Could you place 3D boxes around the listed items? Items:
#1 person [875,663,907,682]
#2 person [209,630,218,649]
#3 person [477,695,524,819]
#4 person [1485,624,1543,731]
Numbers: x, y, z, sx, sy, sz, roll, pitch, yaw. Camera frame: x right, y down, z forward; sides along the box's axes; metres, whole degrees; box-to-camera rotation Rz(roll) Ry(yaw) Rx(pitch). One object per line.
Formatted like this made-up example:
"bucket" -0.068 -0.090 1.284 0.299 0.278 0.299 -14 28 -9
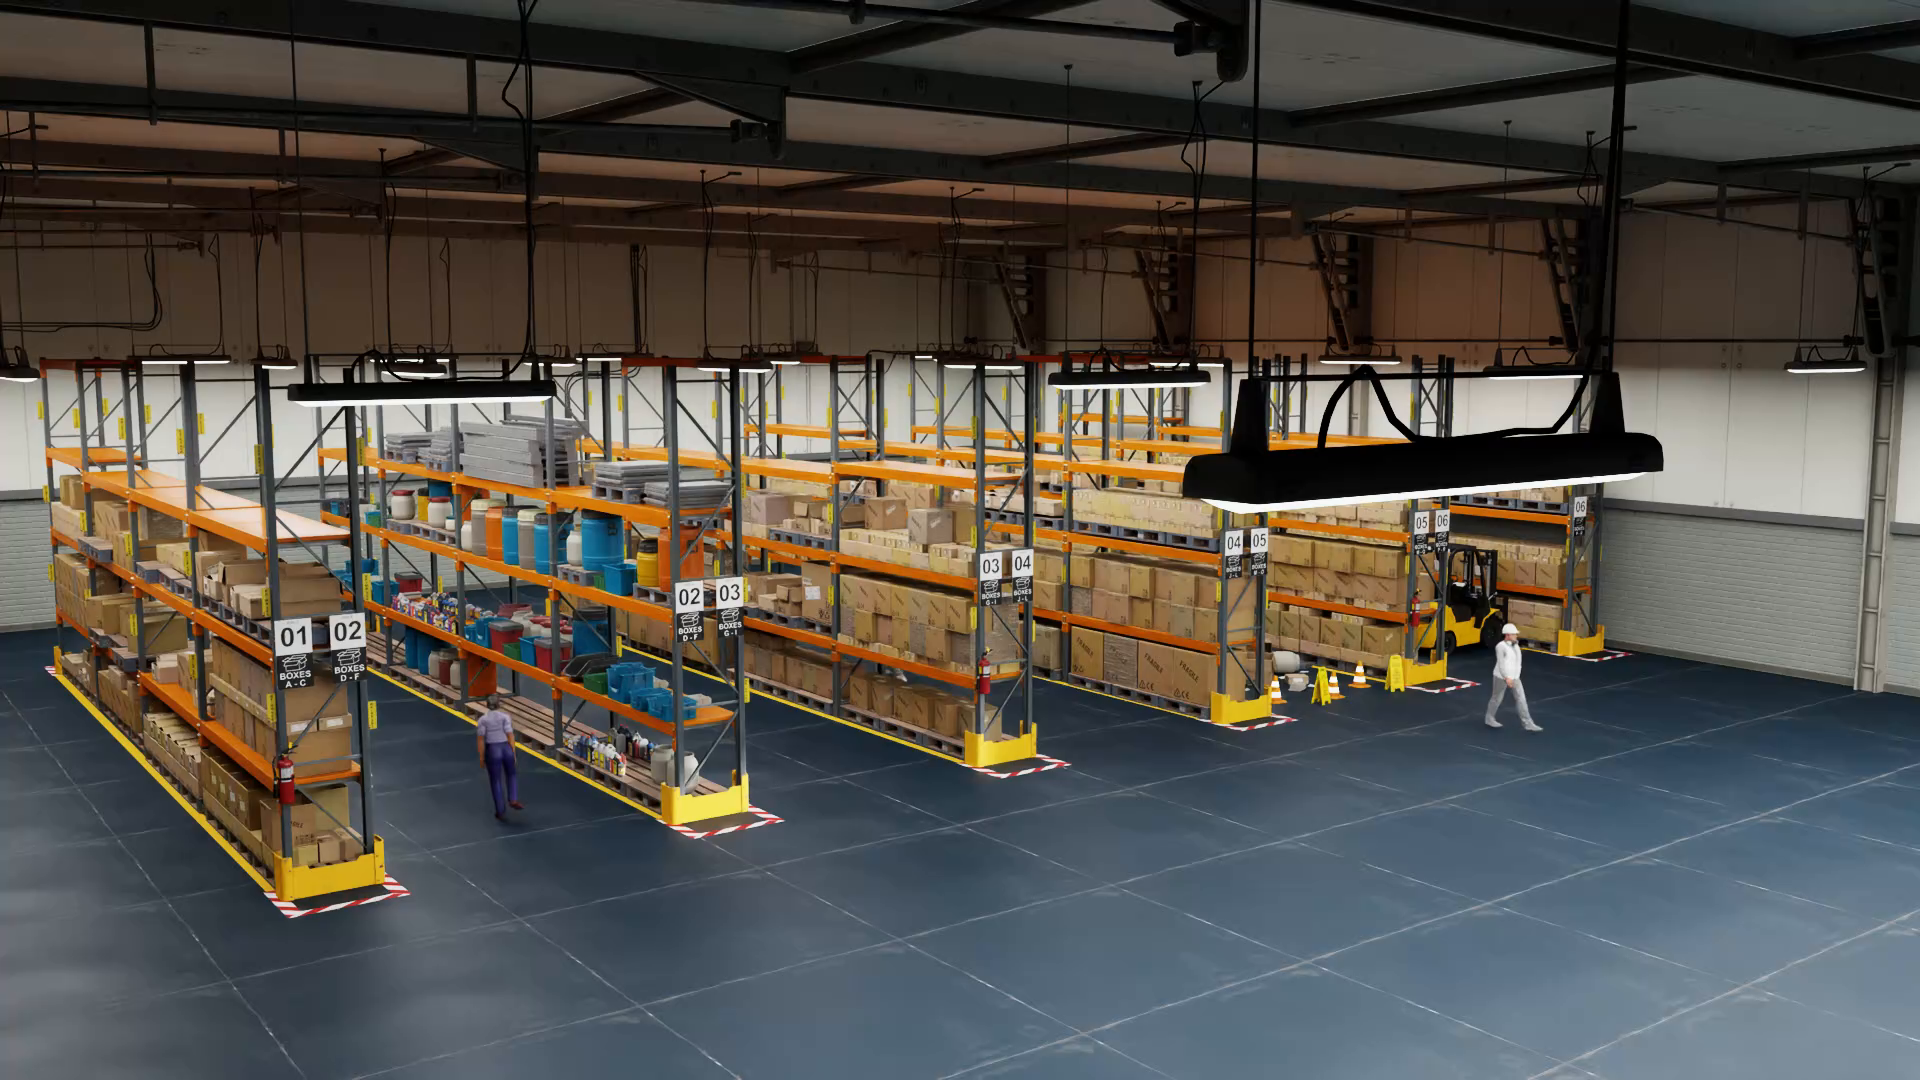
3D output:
"person" -1.256 1.727 31.098 1.099 1.714 0.603 7 10 44
"person" -12.983 1.993 29.293 0.684 1.666 0.696 -4 8 -27
"person" -6.110 2.869 22.082 0.546 1.637 0.452 -3 8 -27
"person" 8.939 2.217 26.919 0.569 1.727 0.960 -4 8 -29
